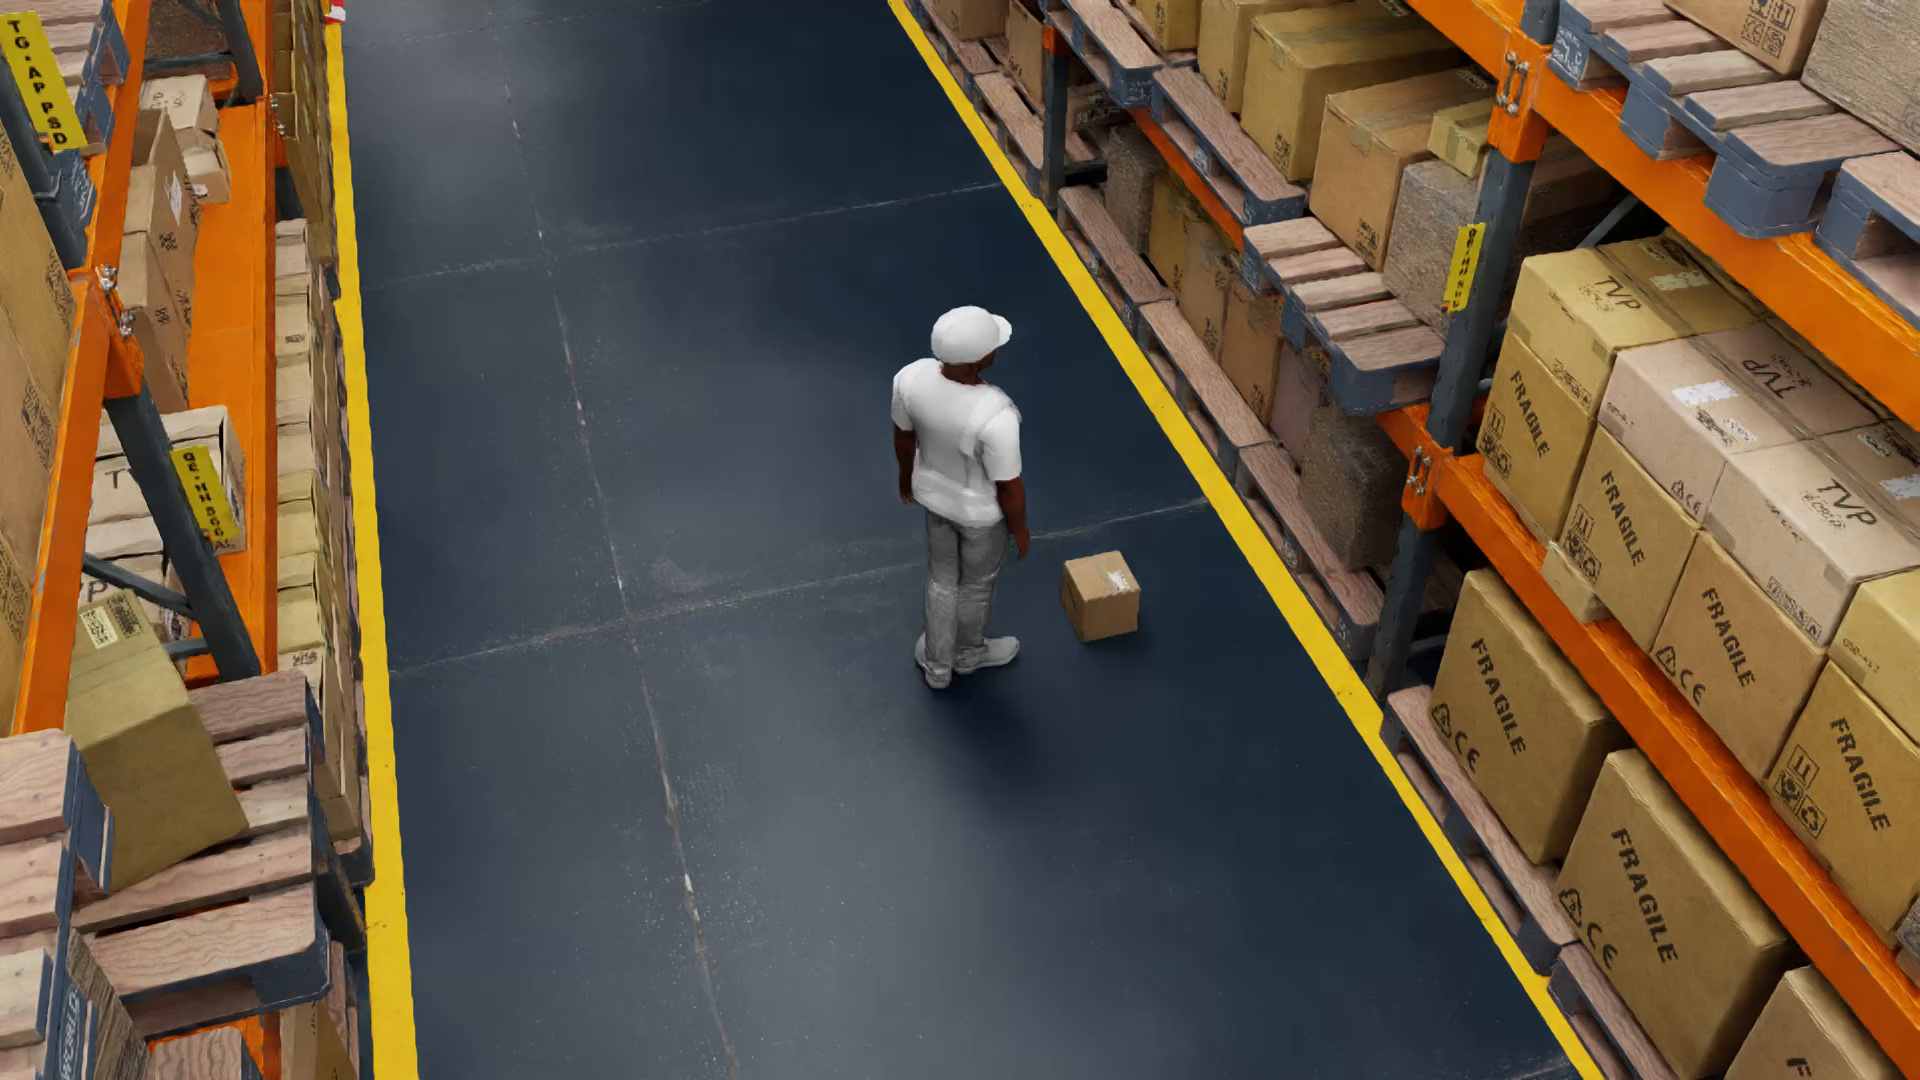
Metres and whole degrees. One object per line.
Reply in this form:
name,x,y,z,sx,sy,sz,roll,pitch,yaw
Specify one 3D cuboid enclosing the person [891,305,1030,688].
person,0.000,-0.159,6.305,0.610,1.765,0.431,27,49,27
